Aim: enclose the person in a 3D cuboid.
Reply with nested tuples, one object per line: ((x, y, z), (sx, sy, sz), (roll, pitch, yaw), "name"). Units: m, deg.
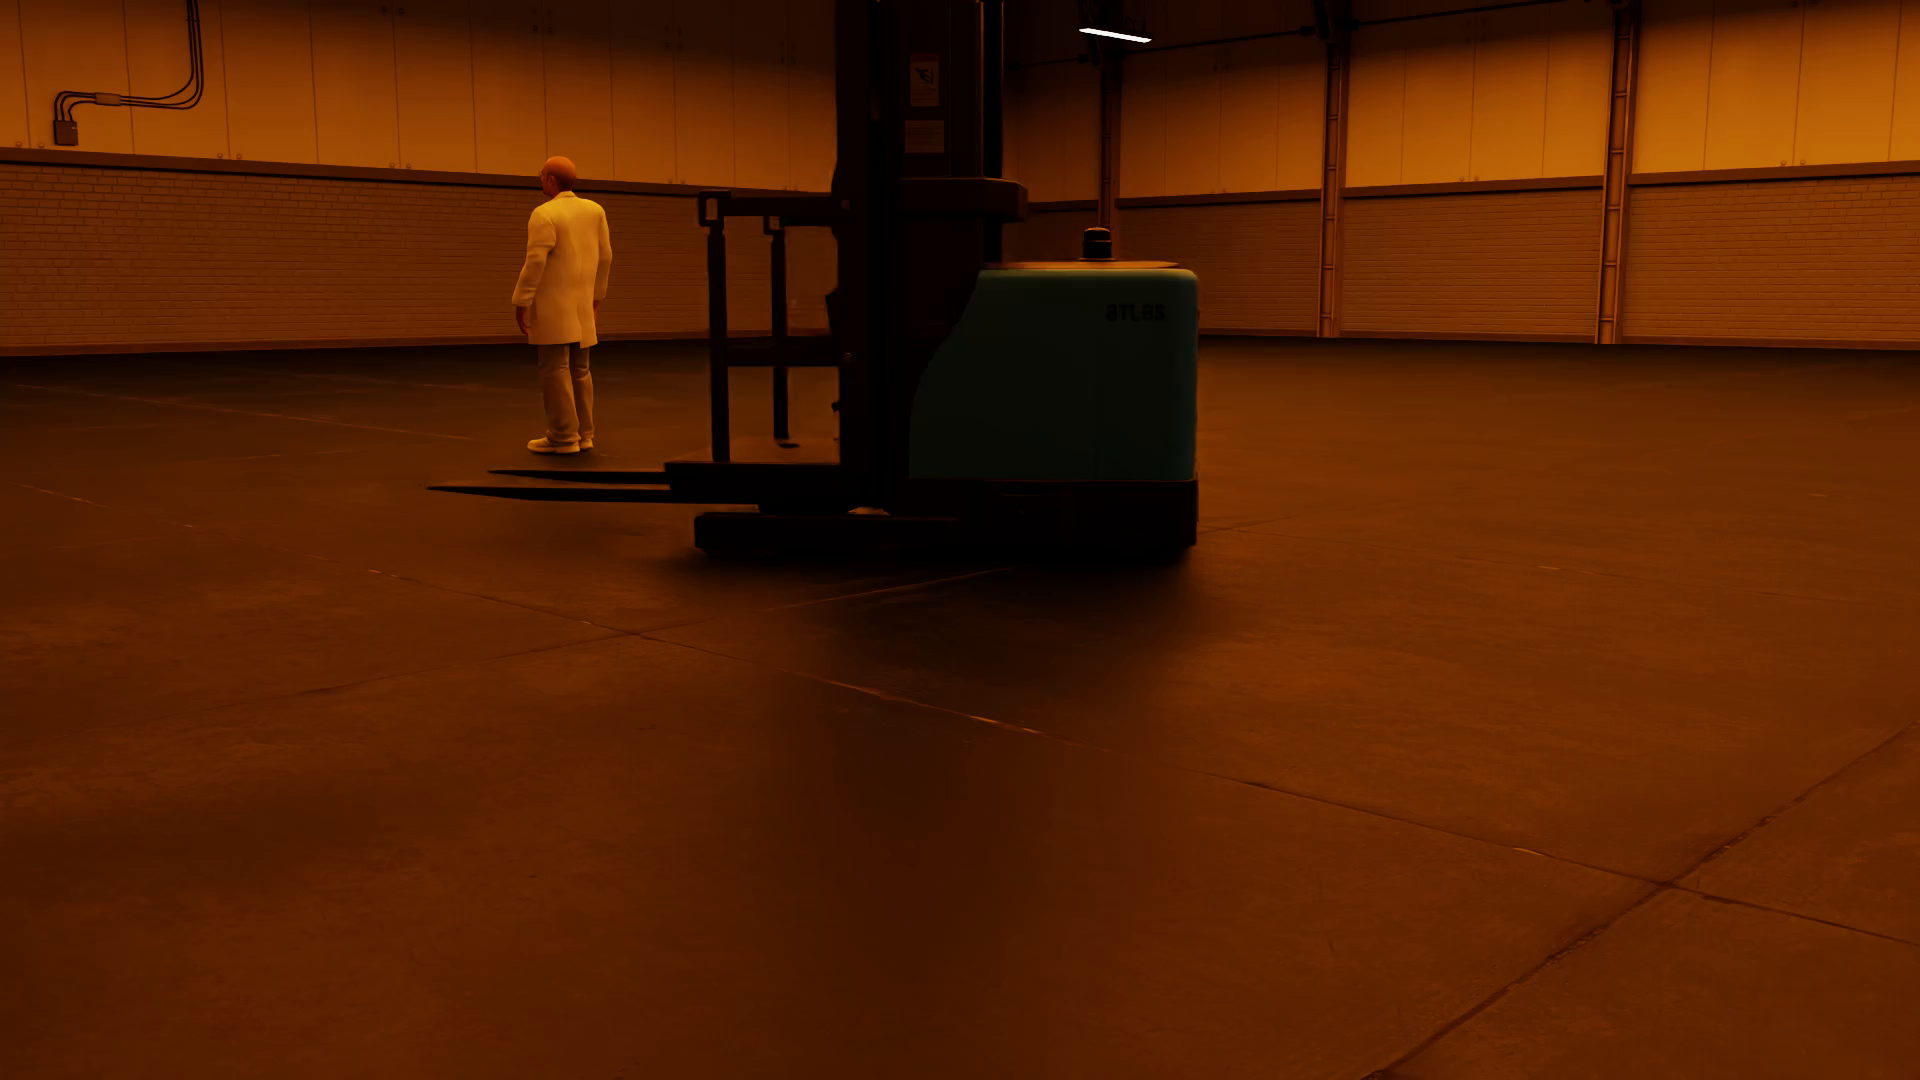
((-2.489, -1.421, 10.137), (0.581, 1.776, 0.694), (6, 10, 35), "person")

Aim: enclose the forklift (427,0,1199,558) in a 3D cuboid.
((-0.576, -1.458, 6.557), (3.031, 2.935, 1.130), (1, 9, 7), "forklift")
